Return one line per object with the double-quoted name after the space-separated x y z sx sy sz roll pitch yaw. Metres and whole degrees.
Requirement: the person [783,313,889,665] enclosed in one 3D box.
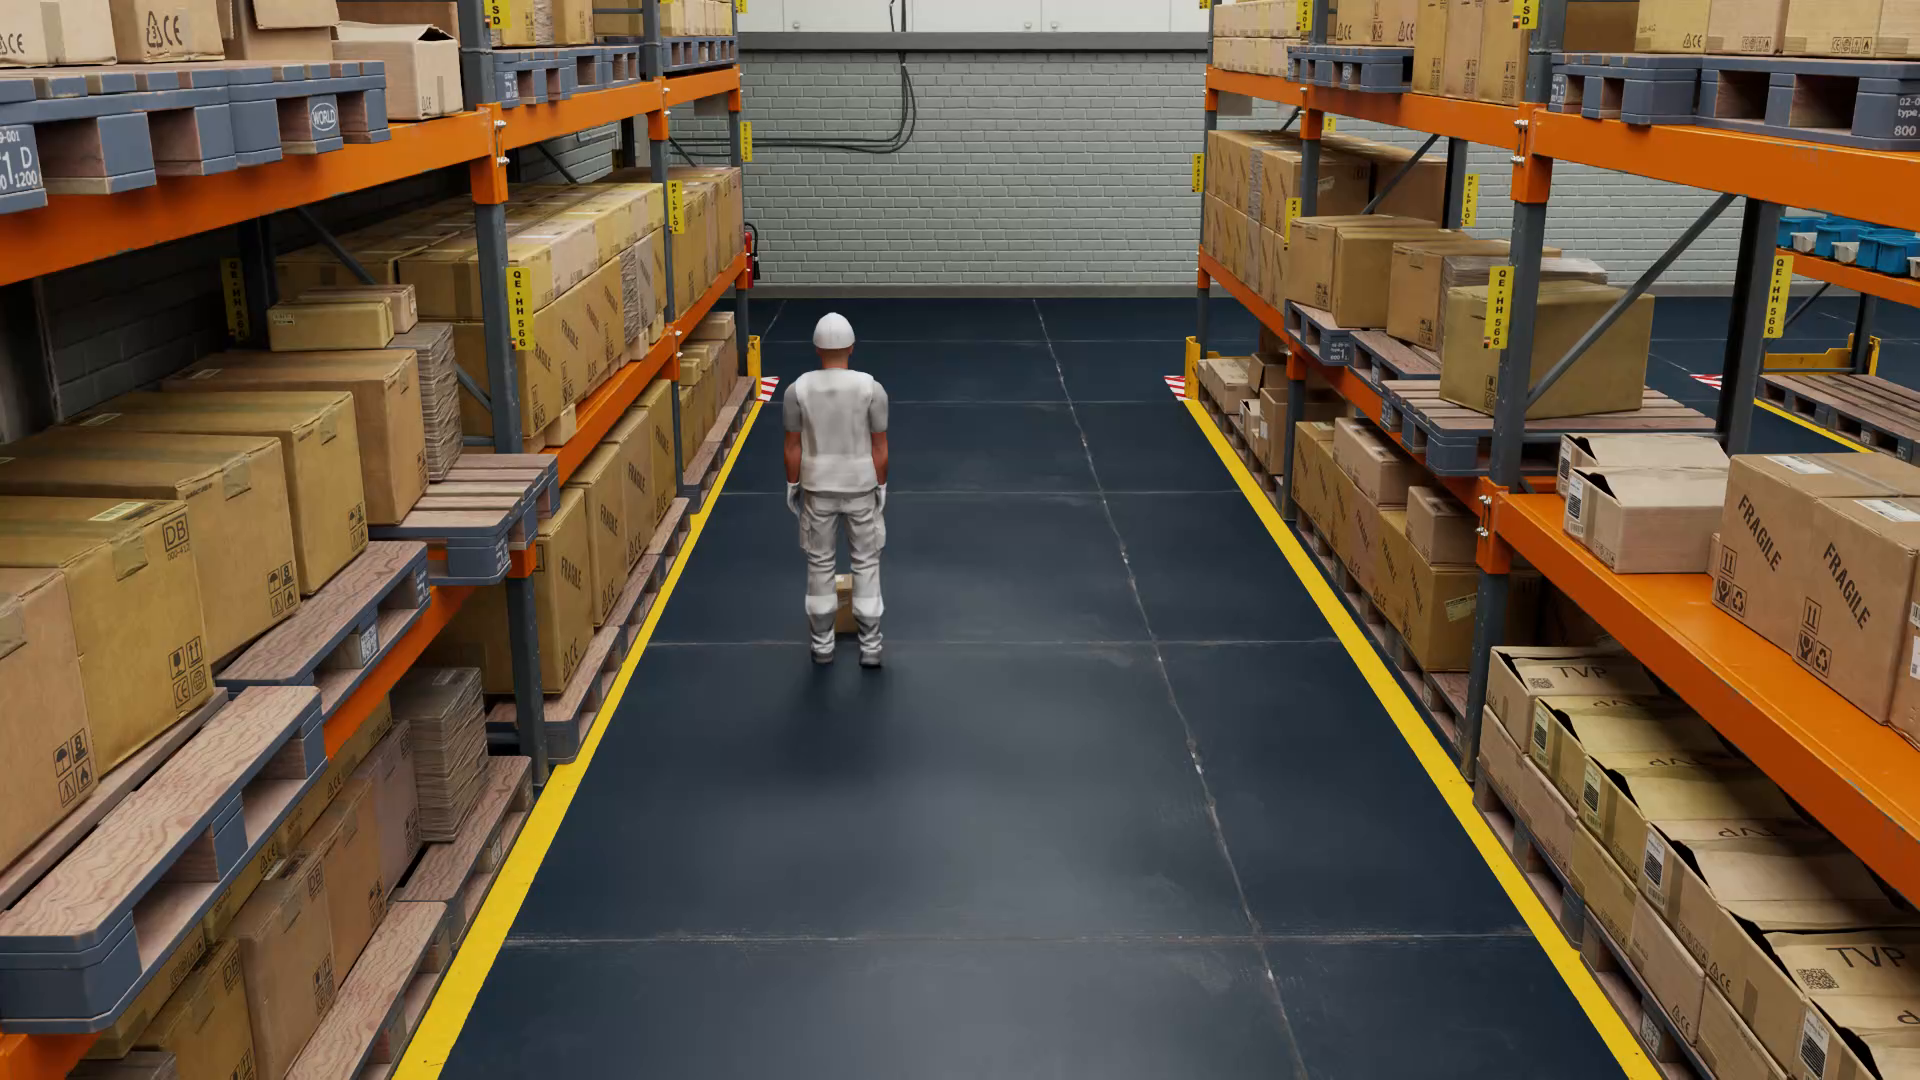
-0.610 -0.228 8.336 0.524 1.836 0.353 0 17 1 "person"
